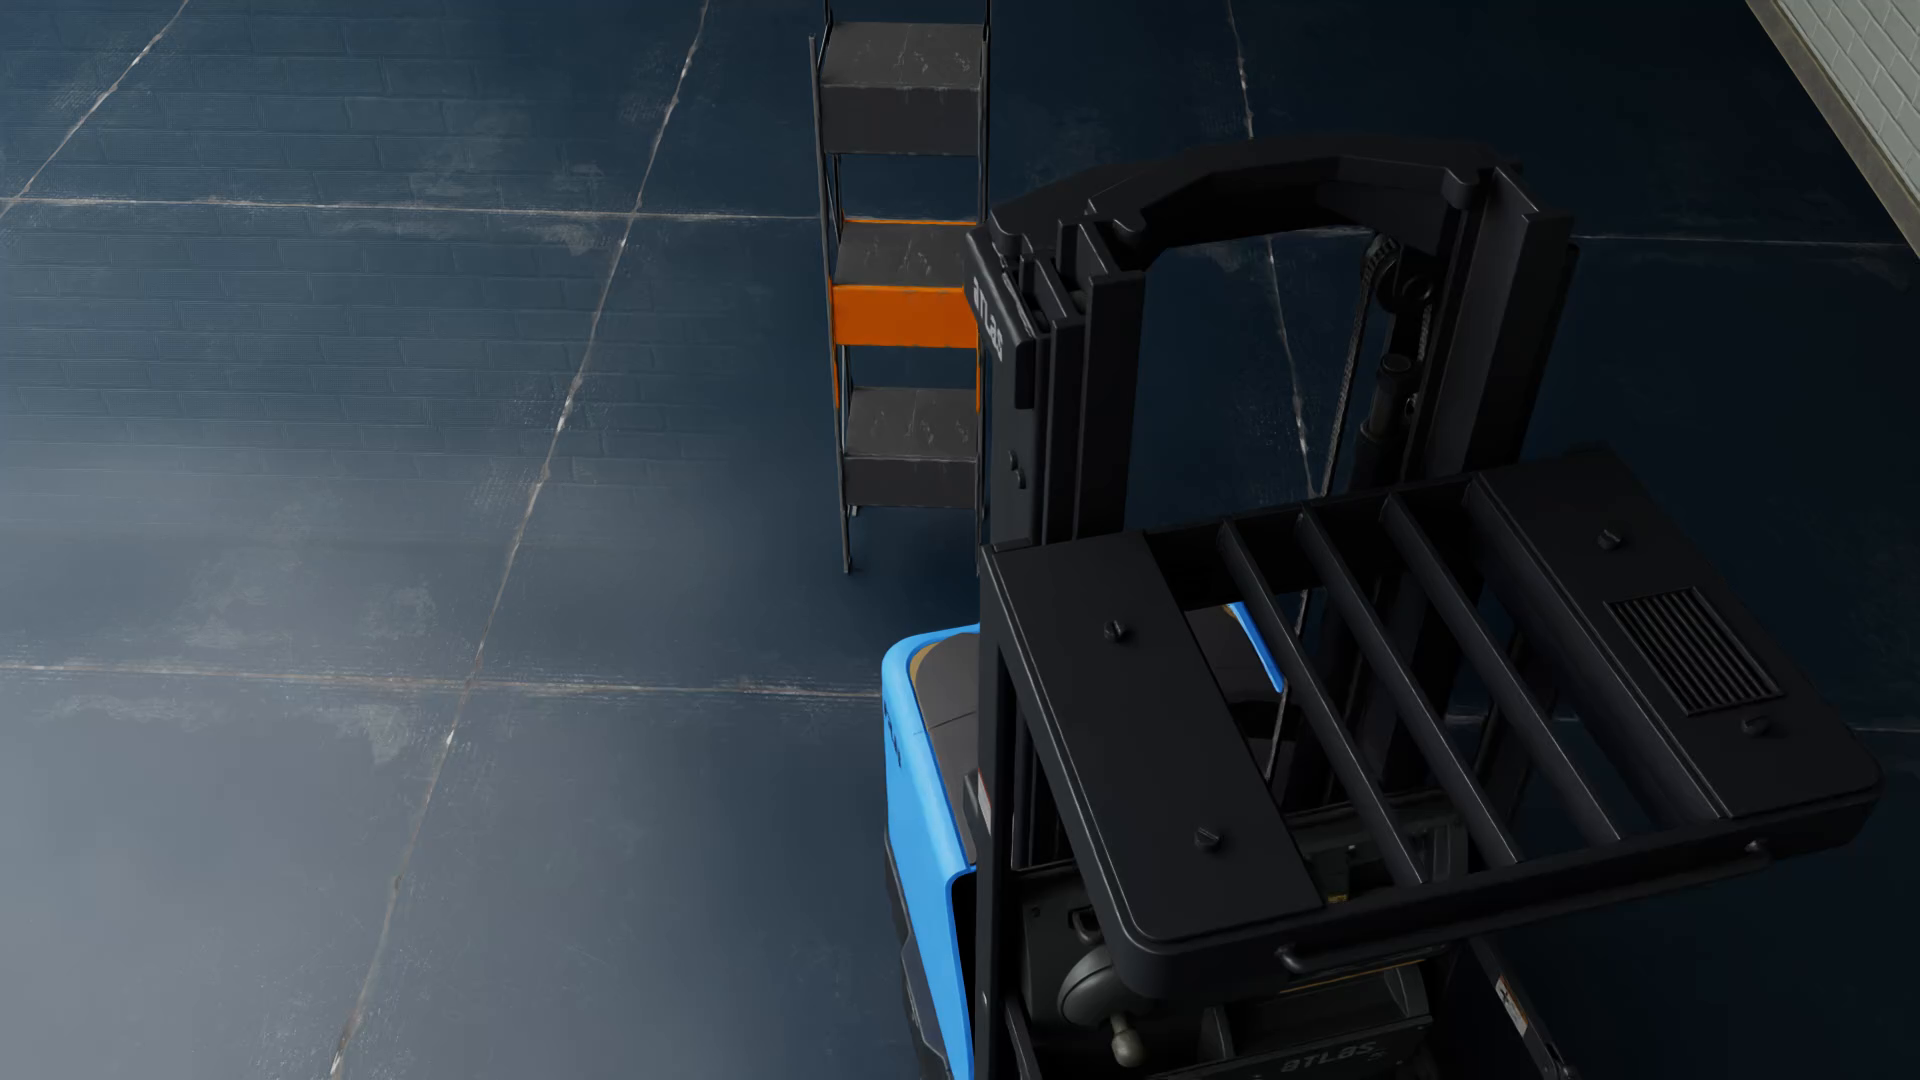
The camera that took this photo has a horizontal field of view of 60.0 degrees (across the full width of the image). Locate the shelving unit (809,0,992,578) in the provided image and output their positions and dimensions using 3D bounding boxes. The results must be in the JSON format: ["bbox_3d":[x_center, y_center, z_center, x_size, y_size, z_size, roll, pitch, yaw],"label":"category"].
[{"bbox_3d":[-0.165,-0.773,5.540,0.503,2.100,0.431,2,43,2],"label":"shelving unit"}]

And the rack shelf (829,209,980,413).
[{"bbox_3d":[-0.165,-0.763,5.549,0.480,0.518,0.431,2,43,2],"label":"rack shelf"}]

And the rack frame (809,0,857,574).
[{"bbox_3d":[-0.409,-0.781,5.548,0.015,2.100,0.400,2,43,2],"label":"rack frame"}]

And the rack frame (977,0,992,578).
[{"bbox_3d":[0.078,-0.766,5.532,0.015,2.100,0.400,2,43,2],"label":"rack frame"}]

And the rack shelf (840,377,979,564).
[{"bbox_3d":[-0.165,-0.251,6.026,0.480,0.518,0.431,2,43,2],"label":"rack shelf"}]

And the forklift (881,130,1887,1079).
[{"bbox_3d":[0.631,0.872,3.163,1.130,2.935,3.031,-10,44,-10],"label":"forklift"}]

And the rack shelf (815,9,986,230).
[{"bbox_3d":[-0.165,-1.276,5.072,0.480,0.518,0.431,2,43,2],"label":"rack shelf"}]
